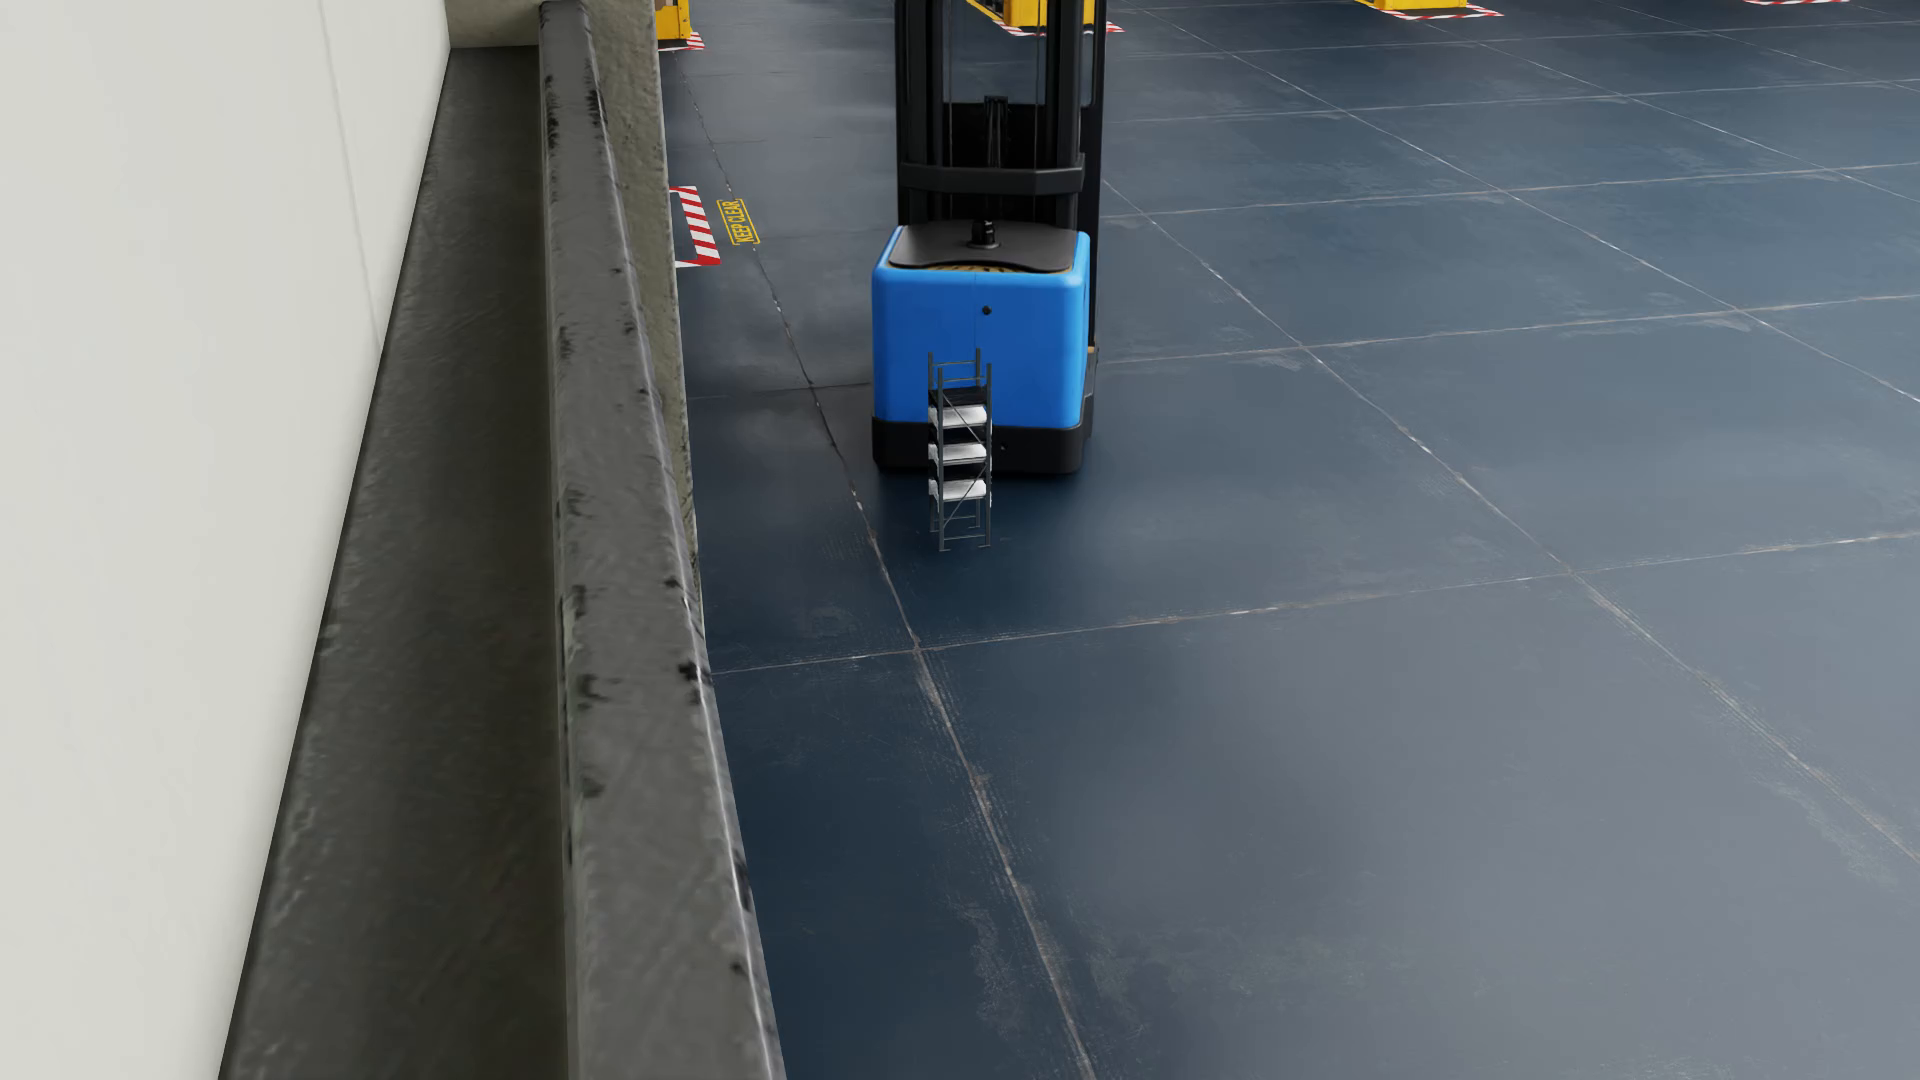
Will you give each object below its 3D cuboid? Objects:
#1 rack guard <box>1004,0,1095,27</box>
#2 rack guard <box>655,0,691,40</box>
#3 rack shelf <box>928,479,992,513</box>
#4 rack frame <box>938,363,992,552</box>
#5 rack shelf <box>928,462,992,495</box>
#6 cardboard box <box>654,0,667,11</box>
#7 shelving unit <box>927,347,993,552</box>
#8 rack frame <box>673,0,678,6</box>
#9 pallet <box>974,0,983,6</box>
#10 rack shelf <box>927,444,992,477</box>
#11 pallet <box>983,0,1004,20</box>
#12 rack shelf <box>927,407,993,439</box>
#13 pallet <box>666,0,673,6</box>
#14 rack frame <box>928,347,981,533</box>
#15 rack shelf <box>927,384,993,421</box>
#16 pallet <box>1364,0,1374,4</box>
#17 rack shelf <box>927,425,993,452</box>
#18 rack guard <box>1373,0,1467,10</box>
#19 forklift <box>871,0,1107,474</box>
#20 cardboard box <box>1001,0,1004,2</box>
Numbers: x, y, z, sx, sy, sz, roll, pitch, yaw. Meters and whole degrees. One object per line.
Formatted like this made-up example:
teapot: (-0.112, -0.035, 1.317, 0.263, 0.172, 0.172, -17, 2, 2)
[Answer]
rack guard: (1.125, -6.510, 20.093, 1.175, 0.500, 0.348, -6, 27, -12)
rack guard: (-3.723, -6.049, 19.181, 1.175, 0.500, 0.348, -6, 27, -12)
rack shelf: (-0.002, -0.215, 7.650, 0.258, 0.077, 0.200, -6, 27, -12)
rack frame: (0.021, -0.361, 7.466, 0.240, 0.900, 0.006, -6, 27, -12)
rack shelf: (-0.002, -0.295, 7.610, 0.258, 0.077, 0.200, -6, 27, -12)
cardboard box: (-3.774, -6.441, 19.678, 0.500, 0.311, 0.500, -9, 28, -17)
shelving unit: (-0.002, -0.405, 7.554, 0.258, 0.900, 0.210, -6, 27, -12)
rack frame: (-3.706, -7.132, 18.551, 1.000, 3.000, 0.127, -6, 27, -12)
pallet: (0.635, -7.258, 21.895, 1.003, 0.211, 1.213, -6, 27, -12)
rack shelf: (-0.002, -0.376, 7.569, 0.258, 0.077, 0.200, -6, 27, -12)
pallet: (0.907, -6.723, 20.836, 1.003, 0.211, 1.213, -6, 27, -12)
rack shelf: (-0.002, -0.536, 7.488, 0.258, 0.077, 0.200, -6, 27, -12)
pallet: (-3.871, -6.281, 19.959, 1.003, 0.211, 1.213, -6, 27, -12)
rack frame: (-0.025, -0.450, 7.643, 0.240, 0.900, 0.006, -6, 27, -12)
rack shelf: (-0.002, -0.617, 7.448, 0.258, 0.077, 0.200, -6, 27, -12)
pallet: (5.706, -7.279, 21.937, 1.003, 0.211, 1.213, -6, 27, -12)
rack shelf: (-0.002, -0.456, 7.529, 0.258, 0.077, 0.200, -6, 27, -12)
rack guard: (5.884, -7.051, 21.164, 1.175, 0.500, 0.348, -6, 27, -12)
forklift: (0.235, -2.270, 8.995, 1.130, 2.935, 3.031, 3, 27, 6)
cardboard box: (0.711, -6.802, 20.483, 0.500, 0.250, 0.500, -6, 27, -12)
